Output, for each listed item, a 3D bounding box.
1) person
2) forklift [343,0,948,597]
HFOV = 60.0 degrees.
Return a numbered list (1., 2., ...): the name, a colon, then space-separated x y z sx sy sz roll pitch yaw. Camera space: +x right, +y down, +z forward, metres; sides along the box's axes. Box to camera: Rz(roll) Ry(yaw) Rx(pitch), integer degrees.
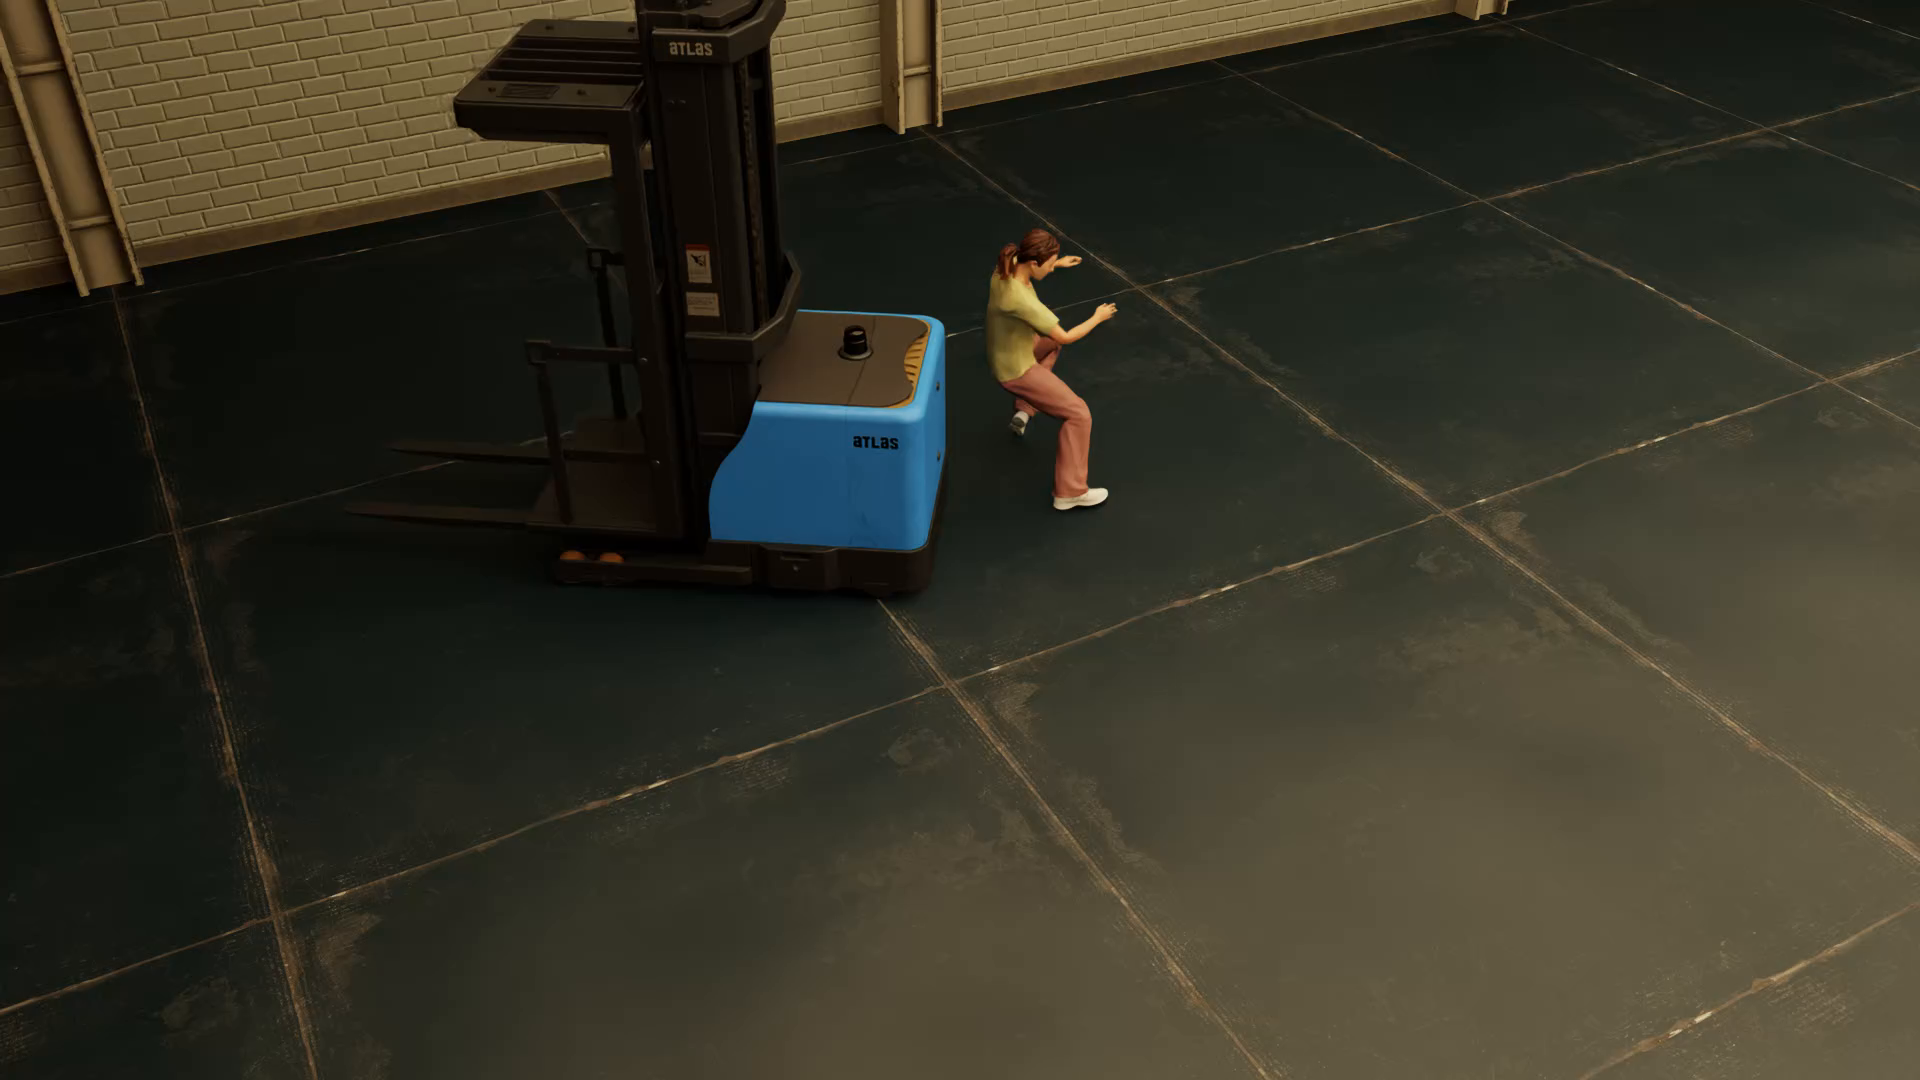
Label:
1. person: 0.479 -0.994 8.840 0.668 1.450 0.954 -5 36 -7
2. forklift: -1.614 -1.266 7.914 3.031 2.935 1.130 3 35 5
